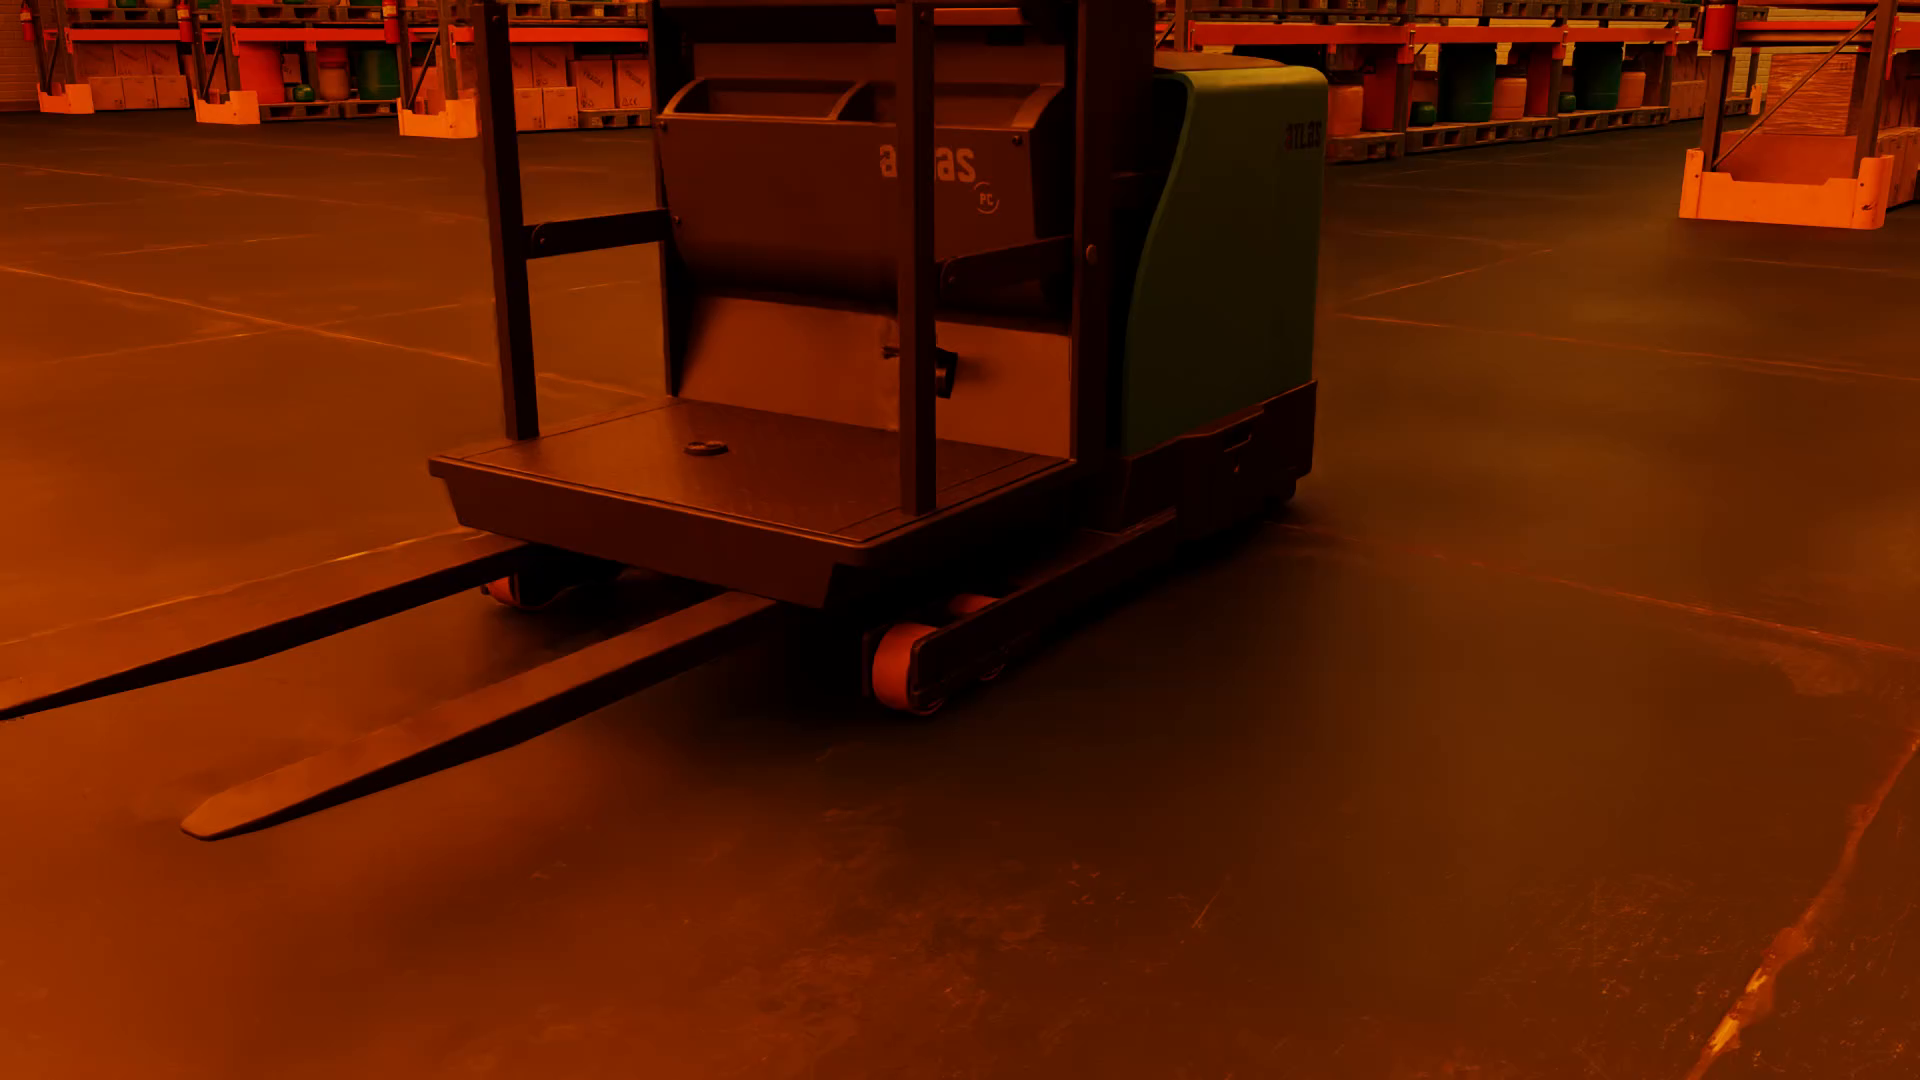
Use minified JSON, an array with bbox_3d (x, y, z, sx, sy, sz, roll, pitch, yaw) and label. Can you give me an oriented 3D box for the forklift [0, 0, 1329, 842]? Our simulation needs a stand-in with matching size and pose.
[{"bbox_3d":[-0.334,-1.250,3.013,1.130,2.935,3.031,11,20,32],"label":"forklift"}]
